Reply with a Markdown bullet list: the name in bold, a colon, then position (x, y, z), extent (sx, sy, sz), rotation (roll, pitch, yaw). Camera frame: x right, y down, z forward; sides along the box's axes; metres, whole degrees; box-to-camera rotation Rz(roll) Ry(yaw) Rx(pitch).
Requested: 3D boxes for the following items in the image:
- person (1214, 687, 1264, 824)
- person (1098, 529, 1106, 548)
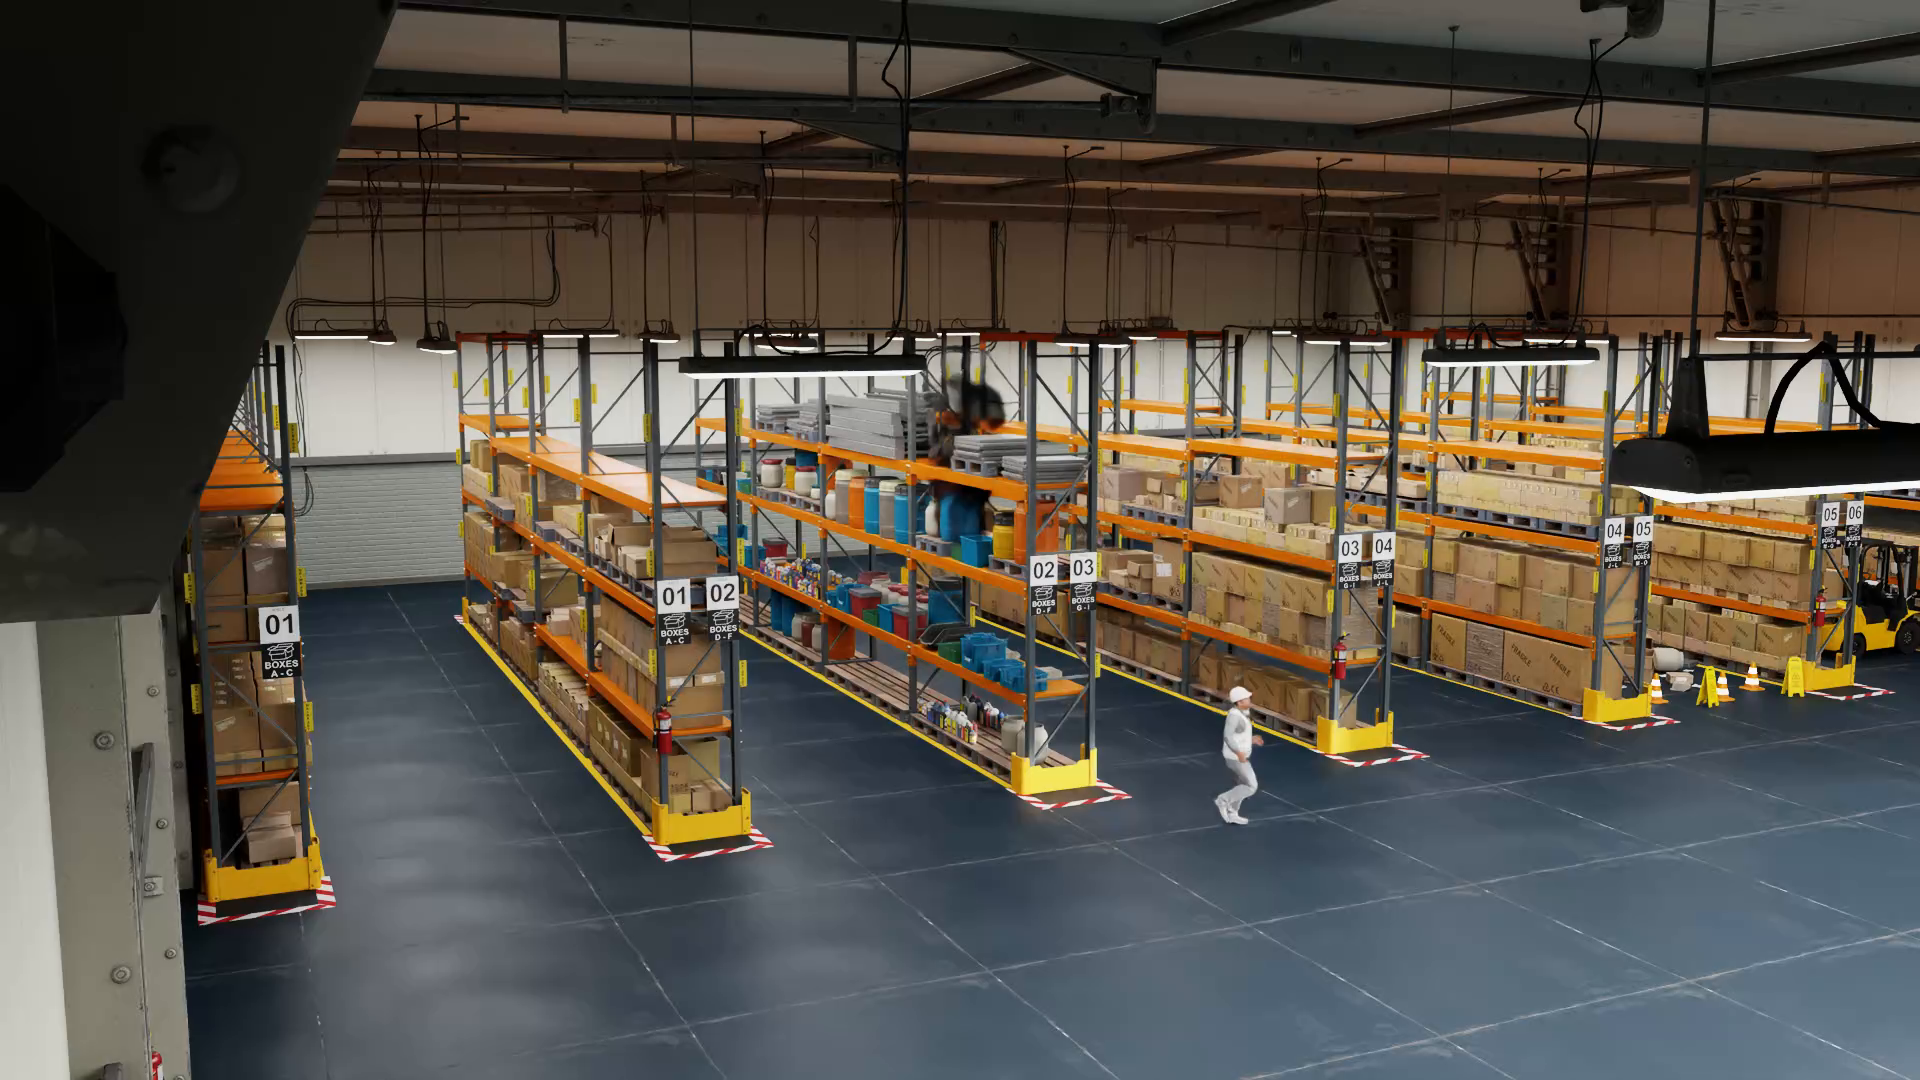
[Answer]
- **person**: position (3.496, 2.686, 20.778), extent (0.610, 1.744, 0.652), rotation (1, 8, 7)
- **person**: position (3.088, 0.448, 37.996), extent (0.554, 1.570, 0.538), rotation (-3, 8, -20)
